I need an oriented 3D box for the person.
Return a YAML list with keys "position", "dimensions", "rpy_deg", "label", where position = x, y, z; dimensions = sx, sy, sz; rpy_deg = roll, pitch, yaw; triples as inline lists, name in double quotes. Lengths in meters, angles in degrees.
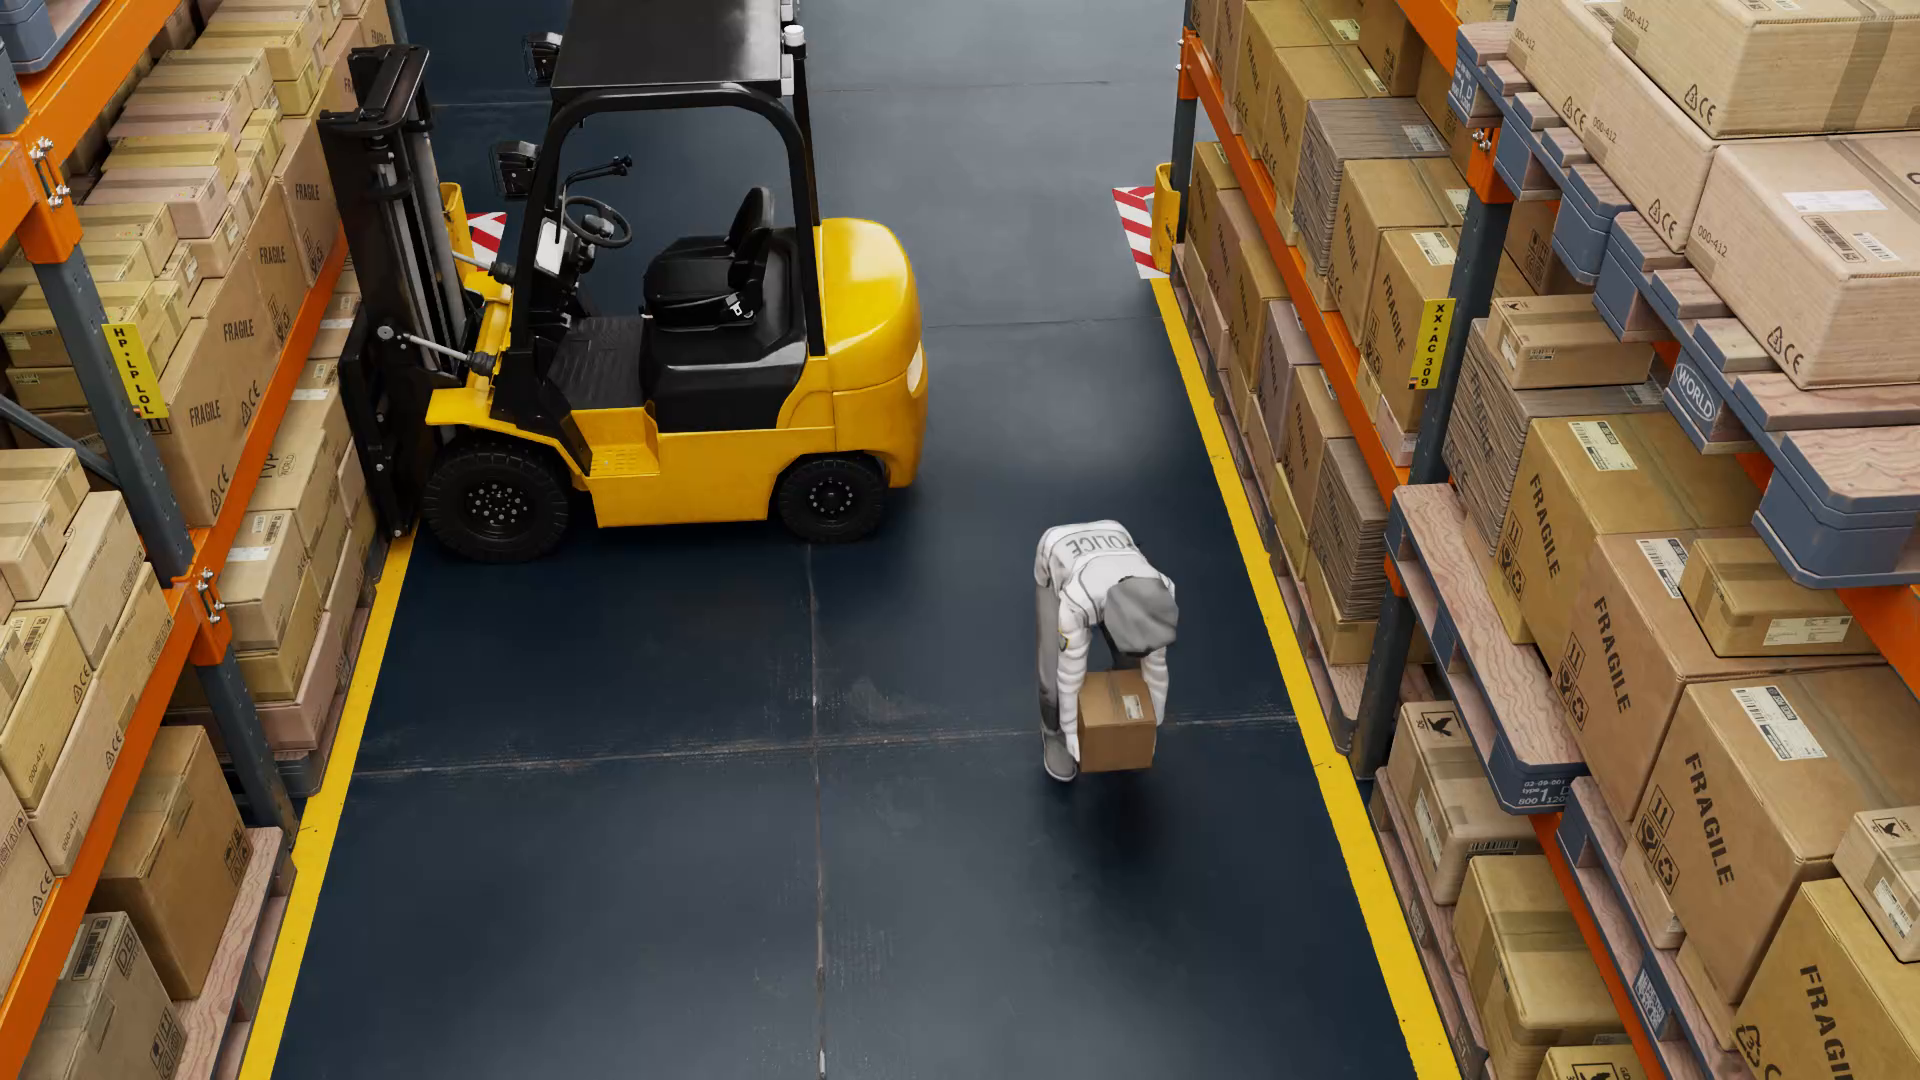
- position: [0.517, 0.442, 5.952]
  dimensions: [0.410, 1.240, 0.897]
  rpy_deg: [-7, 40, -9]
  label: "person"
